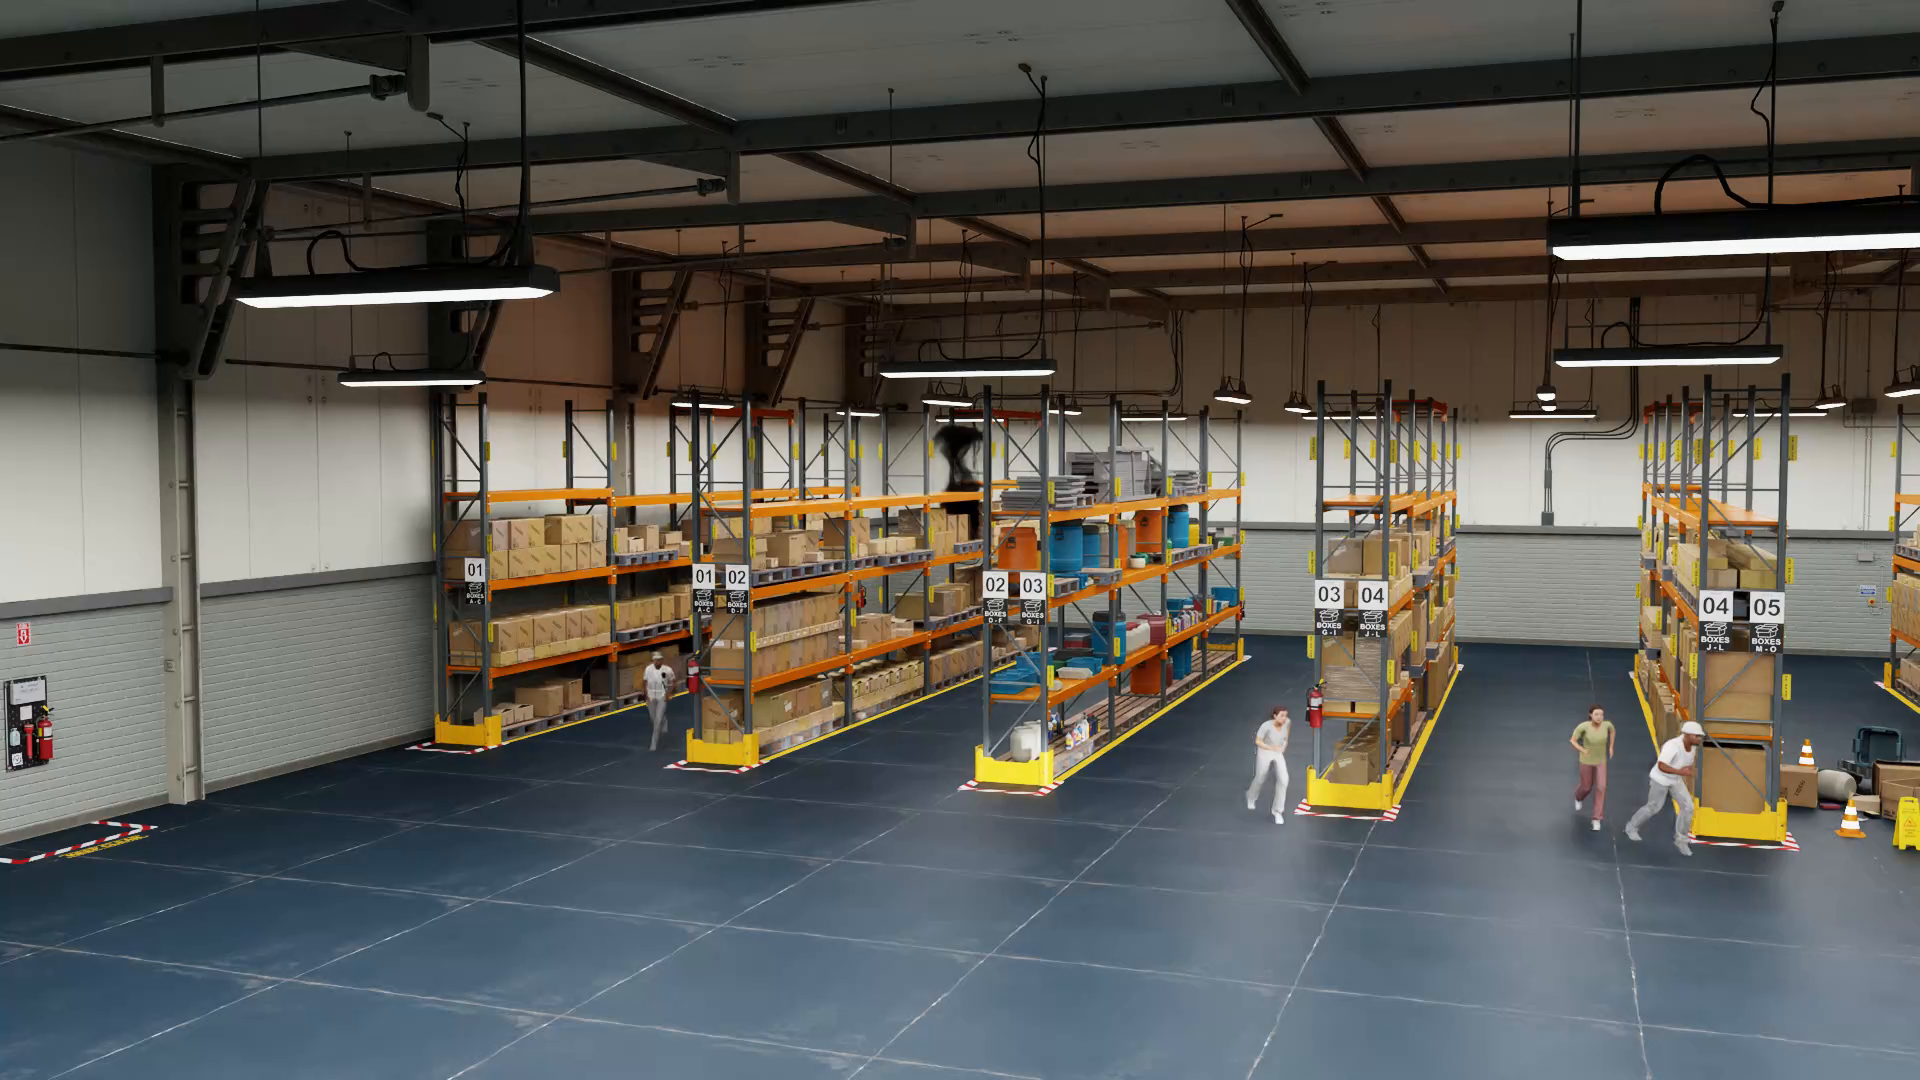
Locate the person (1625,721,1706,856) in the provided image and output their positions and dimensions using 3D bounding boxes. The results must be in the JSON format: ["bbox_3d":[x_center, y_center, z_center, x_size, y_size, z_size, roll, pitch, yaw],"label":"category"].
[{"bbox_3d":[8.852,3.083,20.866,0.745,1.715,1.034,-2,4,-36],"label":"person"}]

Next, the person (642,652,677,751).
[{"bbox_3d":[-5.094,2.699,28.220,0.574,1.683,0.937,0,3,6],"label":"person"}]

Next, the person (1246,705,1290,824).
[{"bbox_3d":[4.211,3.029,22.747,0.604,1.617,0.944,-1,3,-21],"label":"person"}]

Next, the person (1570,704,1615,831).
[{"bbox_3d":[8.493,2.996,22.331,0.610,1.634,1.044,0,3,3],"label":"person"}]
